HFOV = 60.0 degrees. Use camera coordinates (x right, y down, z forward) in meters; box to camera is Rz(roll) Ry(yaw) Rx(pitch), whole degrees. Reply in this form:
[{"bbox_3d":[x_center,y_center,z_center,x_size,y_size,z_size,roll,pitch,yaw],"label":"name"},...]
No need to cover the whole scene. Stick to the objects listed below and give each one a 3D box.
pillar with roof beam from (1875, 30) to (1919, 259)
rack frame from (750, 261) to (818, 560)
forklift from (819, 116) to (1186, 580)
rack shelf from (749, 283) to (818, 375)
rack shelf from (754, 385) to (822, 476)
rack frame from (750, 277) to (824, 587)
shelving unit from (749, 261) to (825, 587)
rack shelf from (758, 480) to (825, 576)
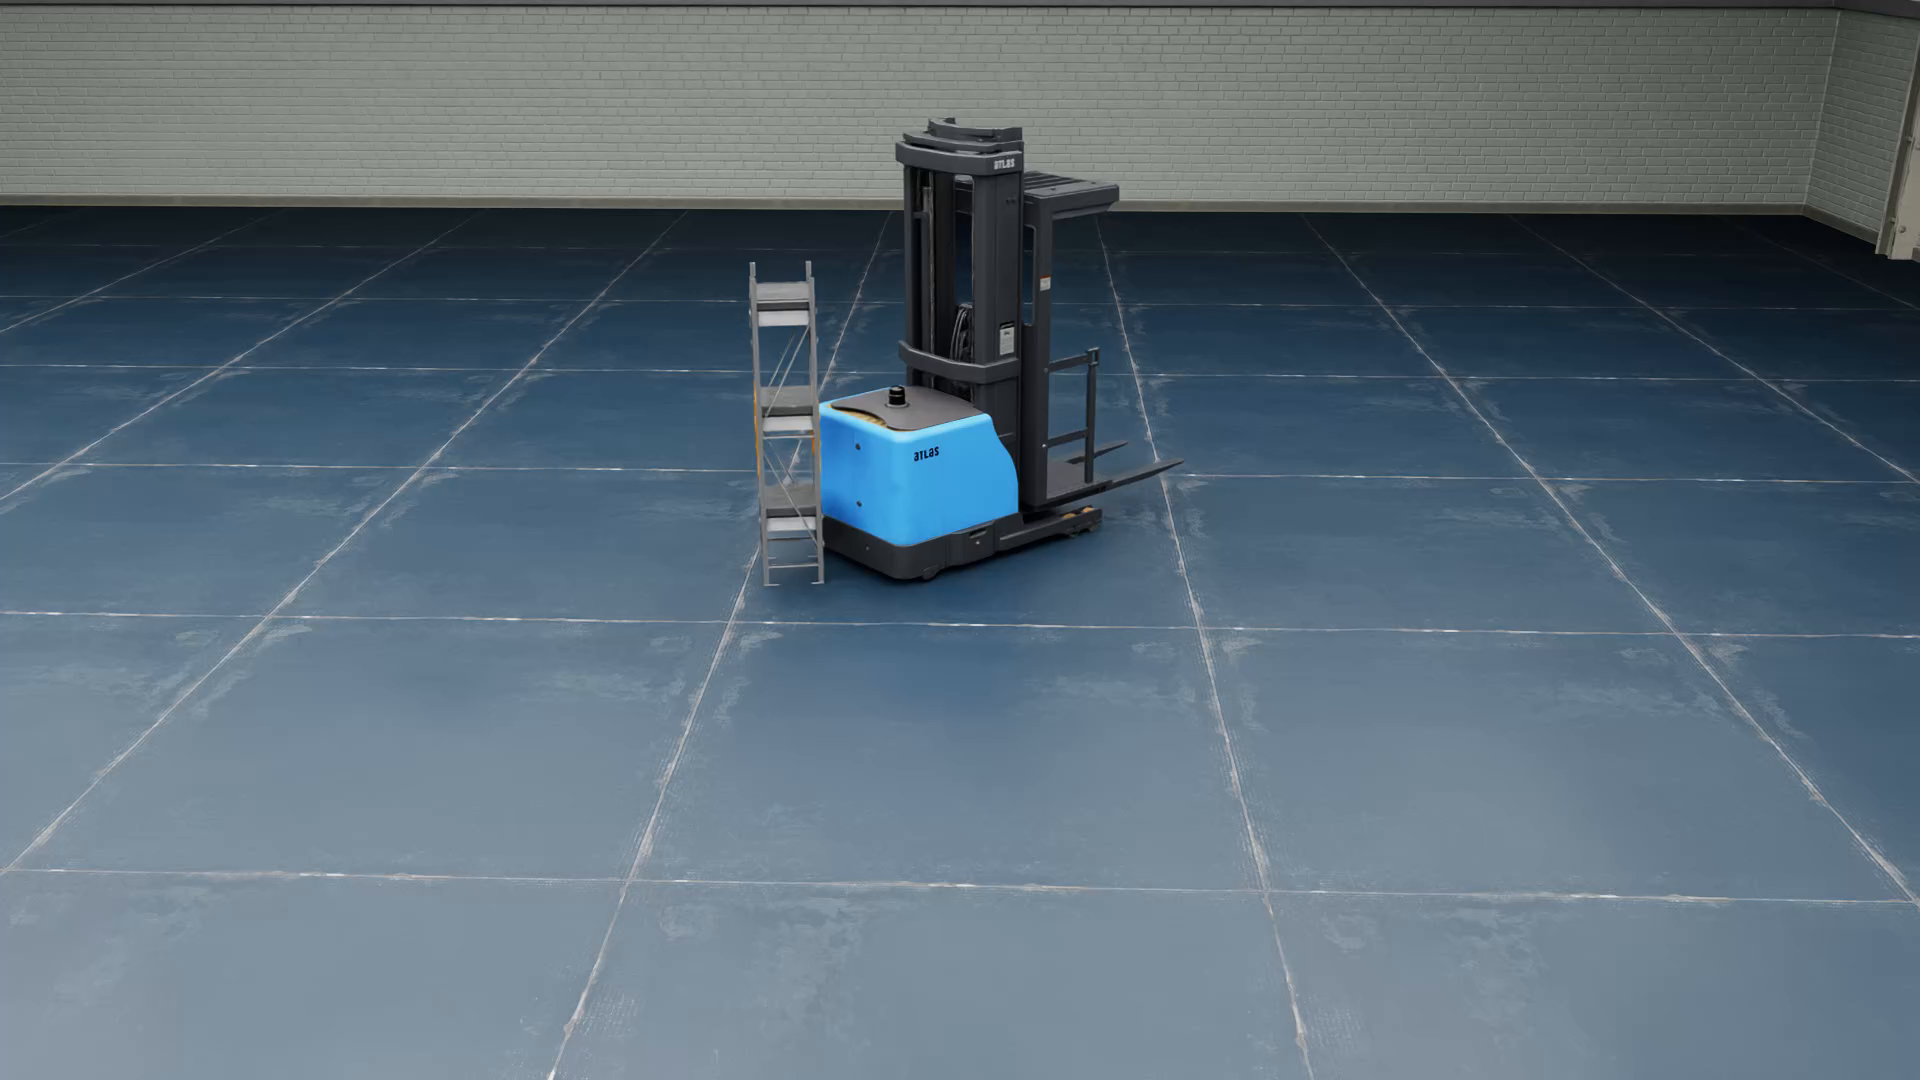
[{"bbox_3d":[7.764,-7.909,19.973,9.100,9.000,0.400,1,21,2],"label":"pillar with roof beam"},{"bbox_3d":[-1.180,-0.847,11.310,0.400,2.100,0.015,-3,21,-7],"label":"rack frame"},{"bbox_3d":[0.413,-1.521,11.897,3.031,2.935,1.130,-18,27,-38],"label":"forklift"},{"bbox_3d":[-1.150,-1.400,10.836,0.431,0.518,0.480,-3,21,-7],"label":"rack shelf"},{"bbox_3d":[-1.150,-0.747,11.089,0.431,0.518,0.480,-3,21,-7],"label":"rack shelf"},{"bbox_3d":[-1.121,-0.672,10.858,0.400,2.100,0.015,-3,21,-7],"label":"rack frame"},{"bbox_3d":[-1.150,-0.760,11.084,0.431,2.100,0.503,-3,21,-7],"label":"shelving unit"},{"bbox_3d":[-1.150,-0.094,11.342,0.431,0.518,0.480,-3,21,-7],"label":"rack shelf"}]
